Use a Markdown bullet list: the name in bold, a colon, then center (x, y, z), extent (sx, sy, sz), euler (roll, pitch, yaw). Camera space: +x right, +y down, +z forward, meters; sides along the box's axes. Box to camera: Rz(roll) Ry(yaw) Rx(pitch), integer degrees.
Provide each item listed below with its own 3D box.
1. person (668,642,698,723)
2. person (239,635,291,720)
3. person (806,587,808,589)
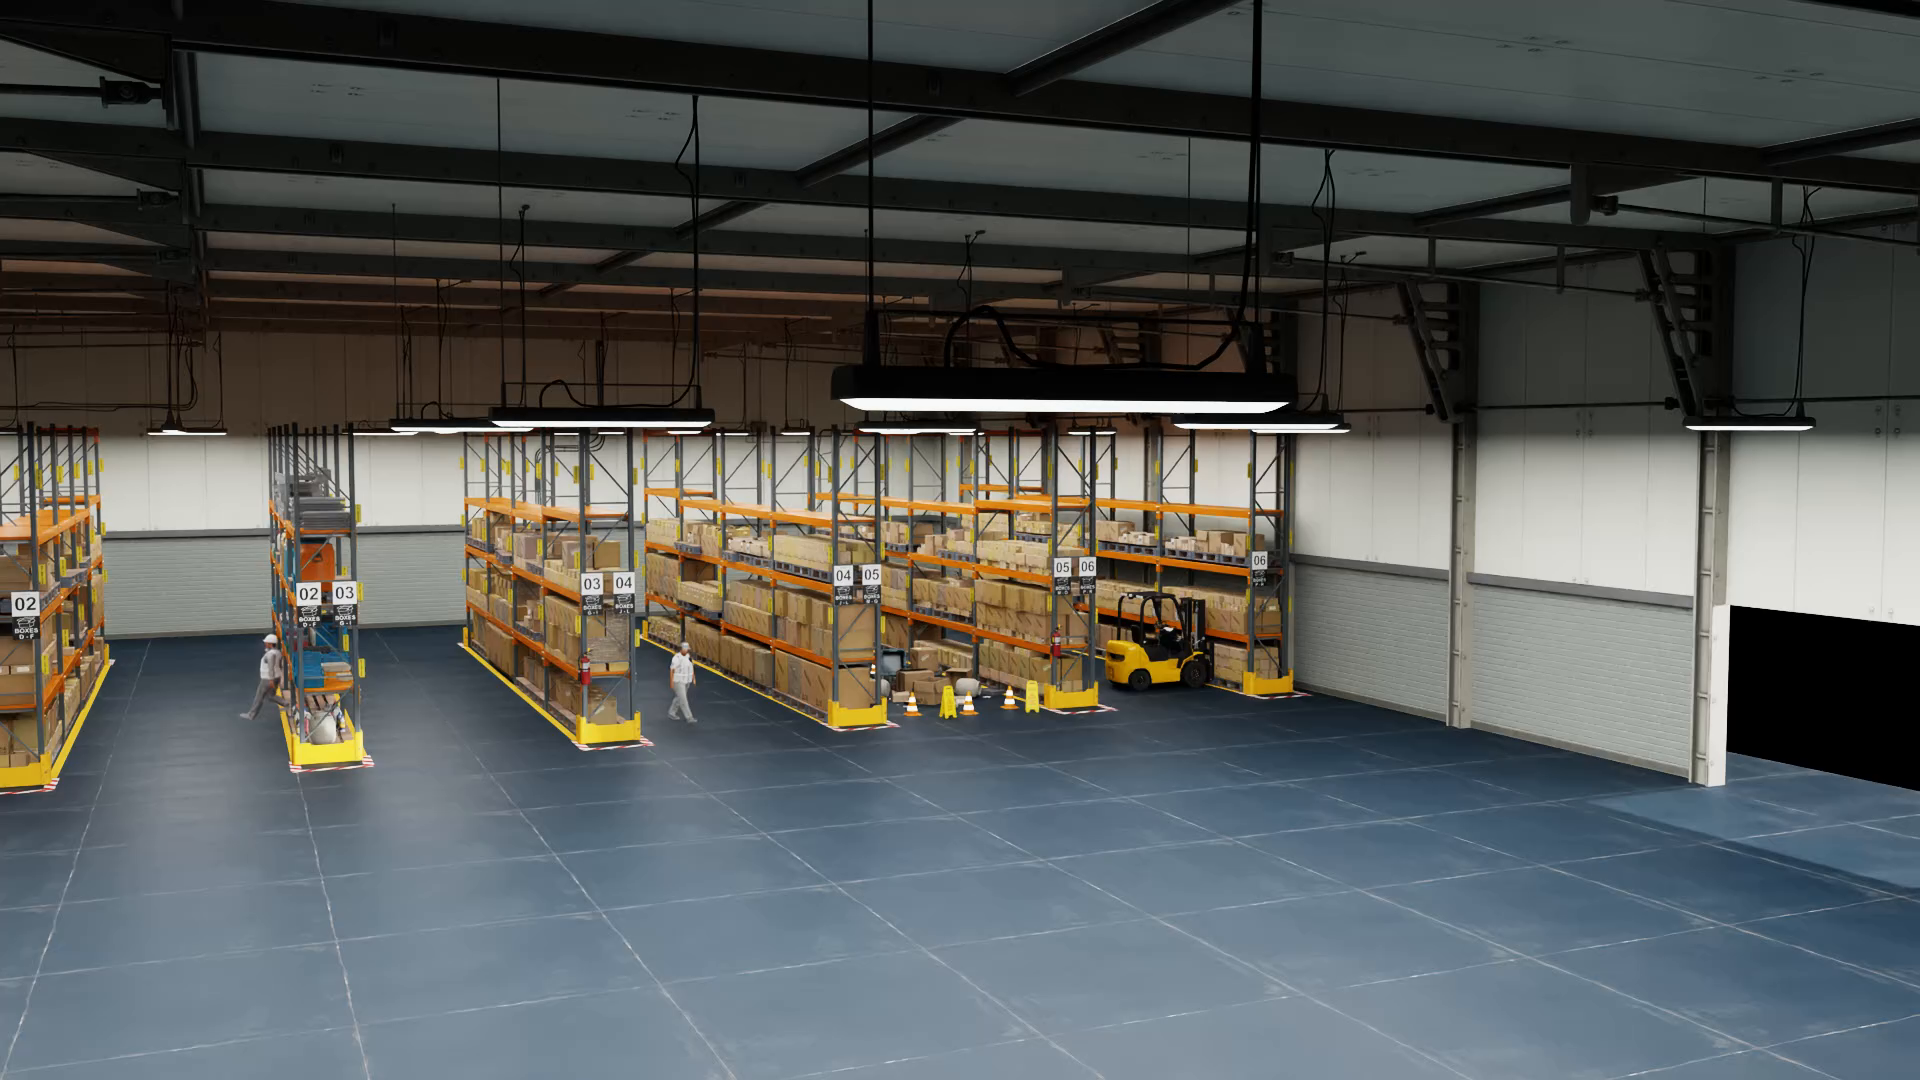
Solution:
- **person**: center (-5.550, 2.852, 33.441), extent (1.022, 1.604, 0.521), euler (2, 4, 31)
- **person**: center (-14.031, 2.776, 33.698), extent (0.969, 1.722, 0.564), euler (0, 3, 5)
- **person**: center (-4.617, 1.796, 51.104), extent (1.056, 1.598, 0.427), euler (-2, 4, -30)
